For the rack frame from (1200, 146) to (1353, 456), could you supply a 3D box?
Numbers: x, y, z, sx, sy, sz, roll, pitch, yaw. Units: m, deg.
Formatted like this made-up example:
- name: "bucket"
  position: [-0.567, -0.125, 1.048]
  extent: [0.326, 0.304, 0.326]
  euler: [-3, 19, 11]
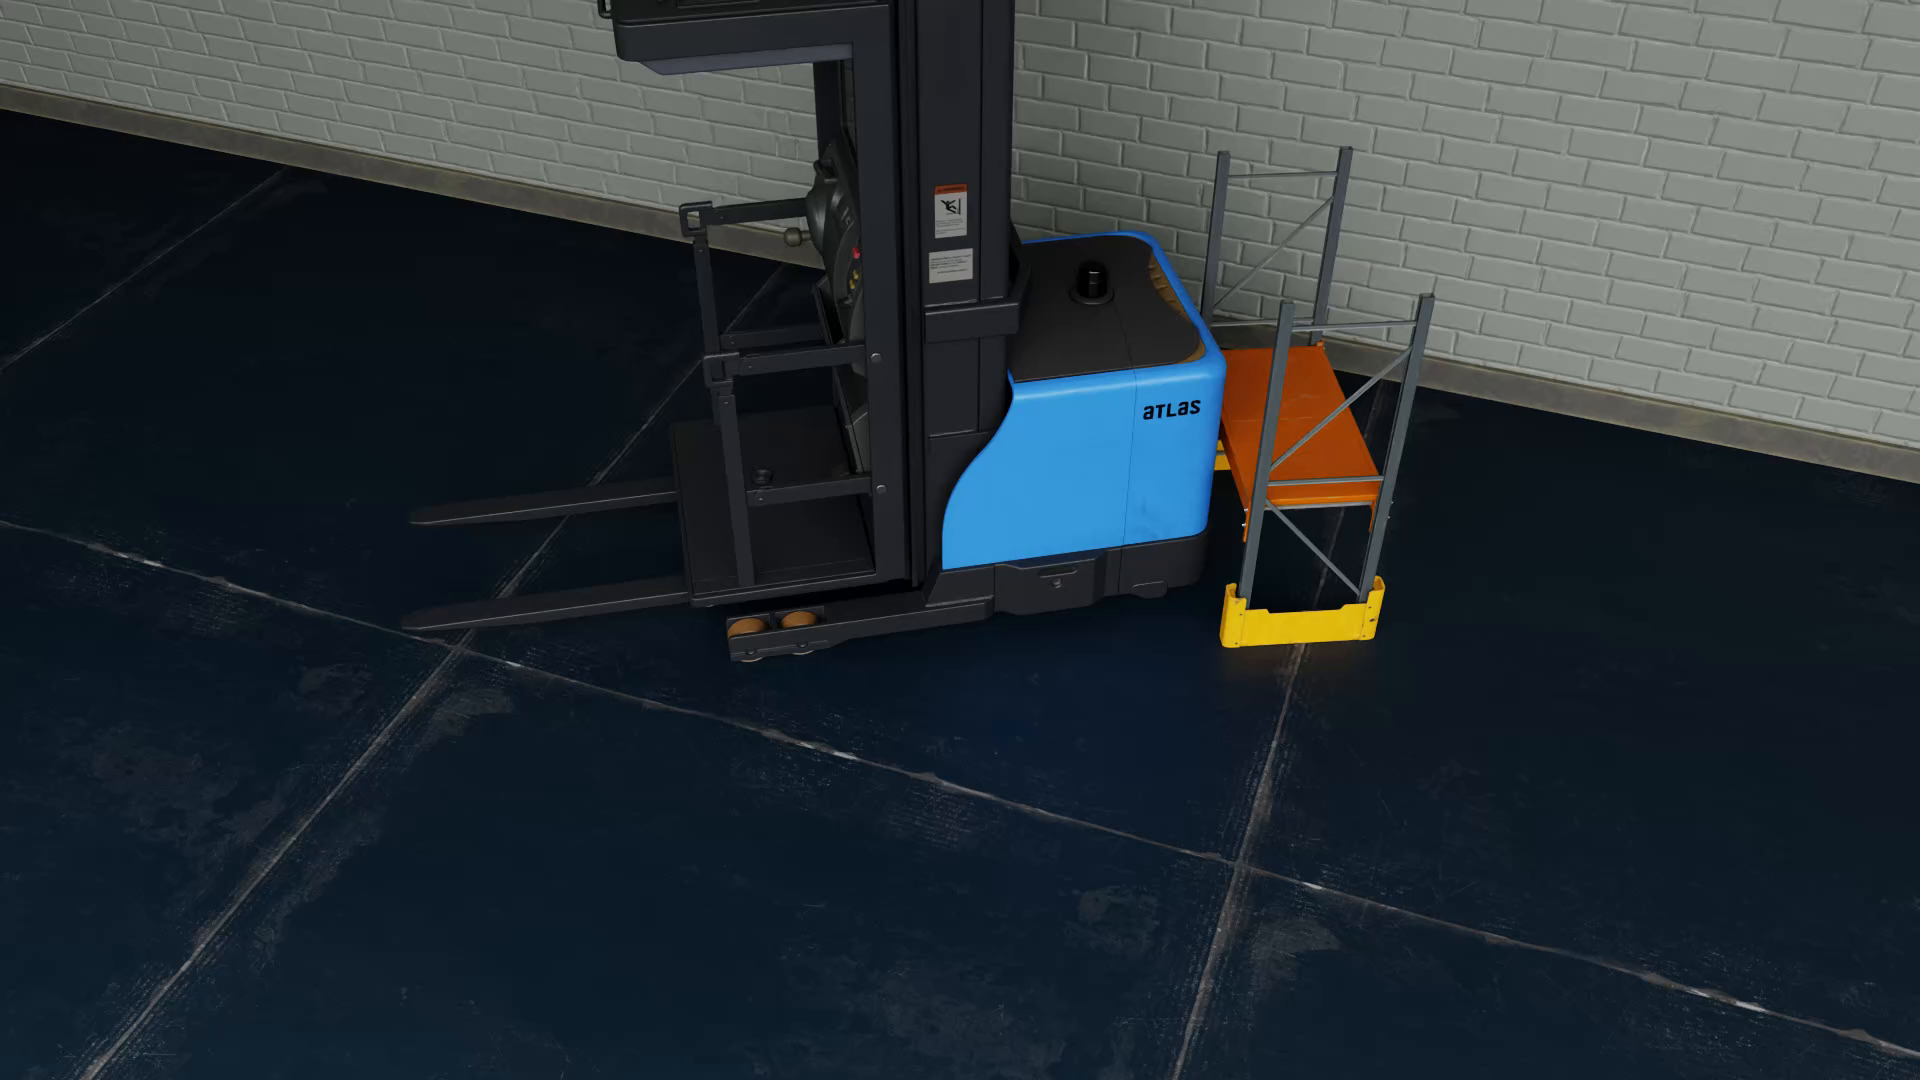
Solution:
- name: "rack frame"
  position: [1.199, -0.863, 6.606]
  extent: [0.500, 1.500, 0.032]
  euler: [-3, 41, -4]

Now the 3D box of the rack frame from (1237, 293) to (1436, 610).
- name: "rack frame"
  position: [1.281, -0.206, 5.835]
  extent: [0.500, 1.500, 0.032]
  euler: [-3, 41, -4]

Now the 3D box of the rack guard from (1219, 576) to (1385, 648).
- name: "rack guard"
  position: [1.281, 0.269, 6.242]
  extent: [0.587, 0.250, 0.087]
  euler: [-3, 41, -4]

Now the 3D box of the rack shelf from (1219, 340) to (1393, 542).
- name: "rack shelf"
  position: [1.240, -0.398, 6.338]
  extent: [0.538, 0.185, 1.000]
  euler: [-3, 41, -4]

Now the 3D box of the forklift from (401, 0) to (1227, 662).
- name: "forklift"
  position: [-0.610, -1.034, 5.704]
  extent: [3.031, 2.935, 1.130]
  euler: [-8, 41, -9]

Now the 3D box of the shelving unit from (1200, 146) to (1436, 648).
- name: "shelving unit"
  position: [1.241, -0.529, 6.214]
  extent: [0.587, 1.500, 1.083]
  euler: [-3, 41, -4]

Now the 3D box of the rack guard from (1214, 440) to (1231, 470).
- name: "rack guard"
  position: [1.200, -0.375, 6.997]
  extent: [0.587, 0.250, 0.087]
  euler: [-3, 41, -4]
